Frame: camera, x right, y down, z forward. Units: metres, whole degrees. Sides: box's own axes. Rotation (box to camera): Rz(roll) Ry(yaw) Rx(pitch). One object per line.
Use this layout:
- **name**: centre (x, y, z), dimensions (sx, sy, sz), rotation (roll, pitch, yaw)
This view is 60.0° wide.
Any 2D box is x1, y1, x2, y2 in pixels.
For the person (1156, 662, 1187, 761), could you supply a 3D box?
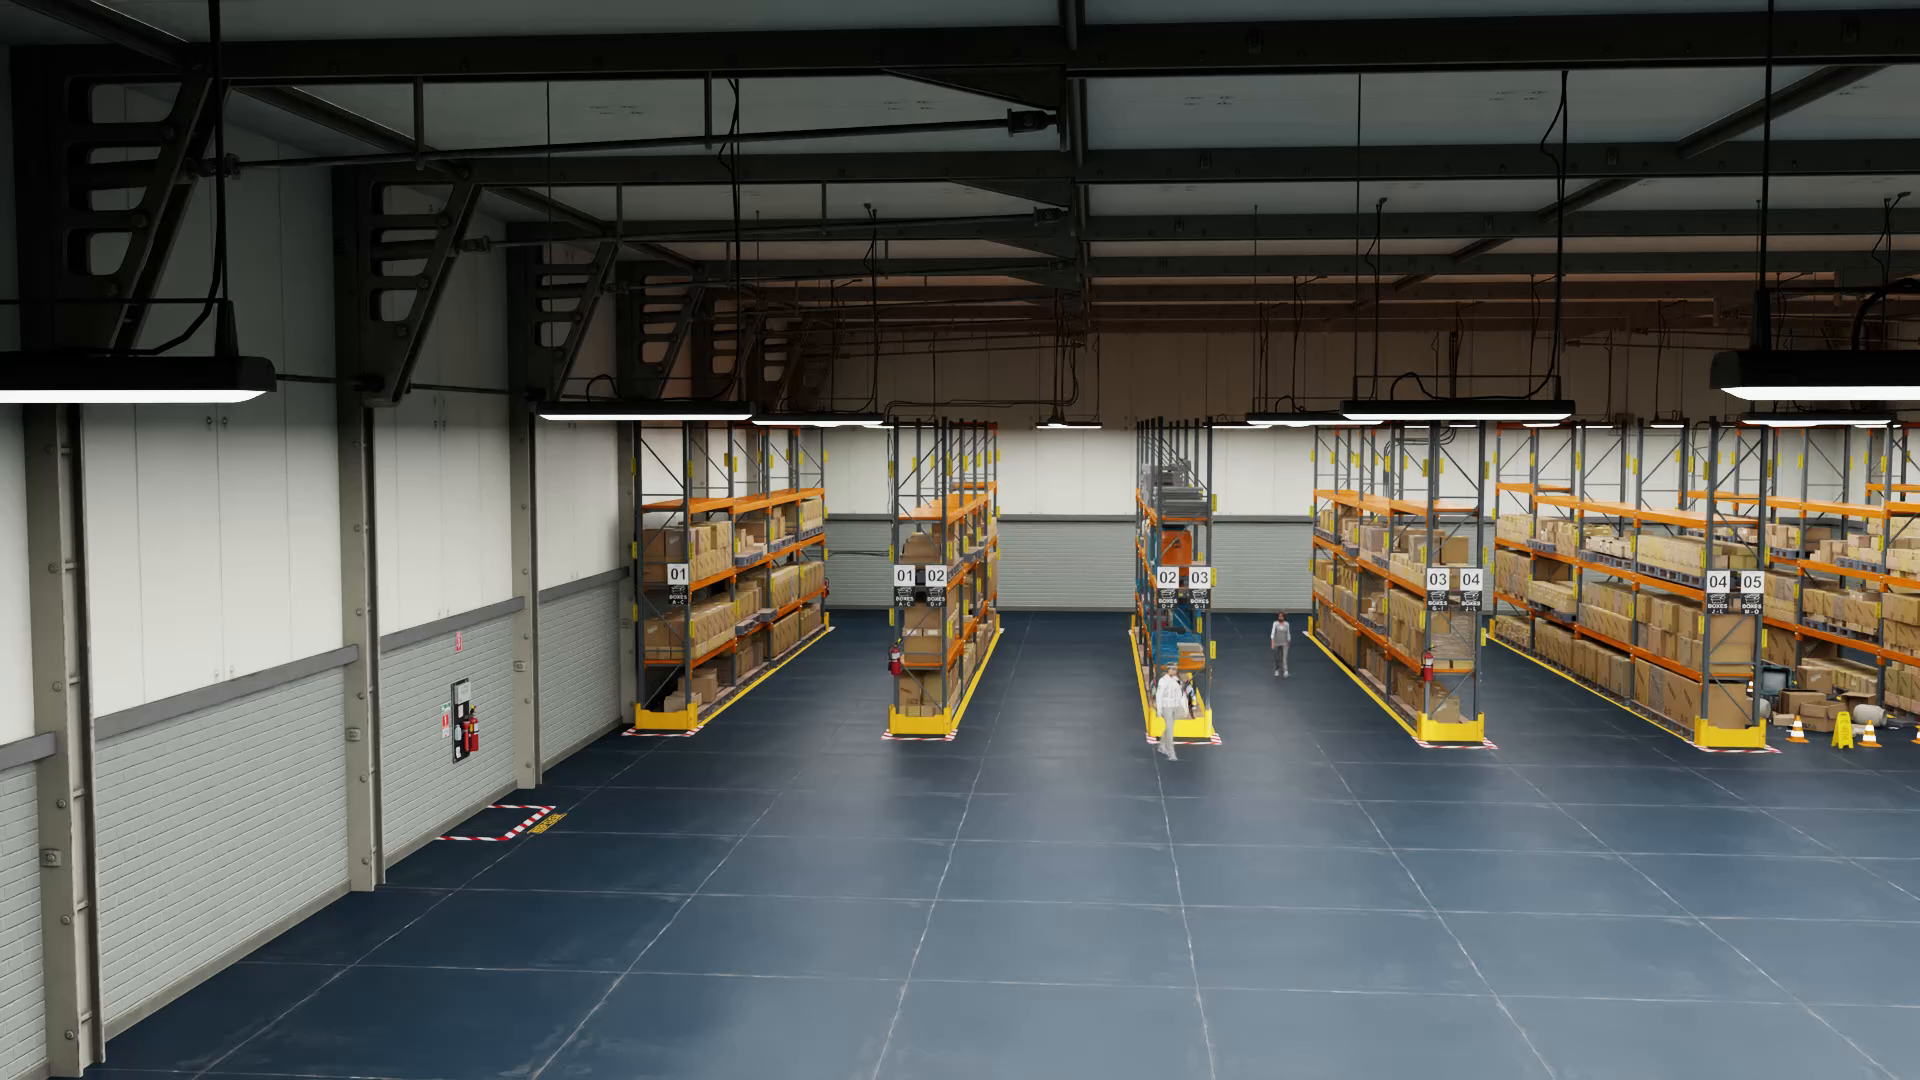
- **person**: centre (3.723, 2.989, 29.266), dimensions (0.516, 1.709, 0.658), rotation (-3, 5, -42)

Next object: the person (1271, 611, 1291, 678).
- **person**: centre (7.424, 2.423, 38.495), dimensions (0.448, 1.538, 1.011), rotation (1, 4, 11)
